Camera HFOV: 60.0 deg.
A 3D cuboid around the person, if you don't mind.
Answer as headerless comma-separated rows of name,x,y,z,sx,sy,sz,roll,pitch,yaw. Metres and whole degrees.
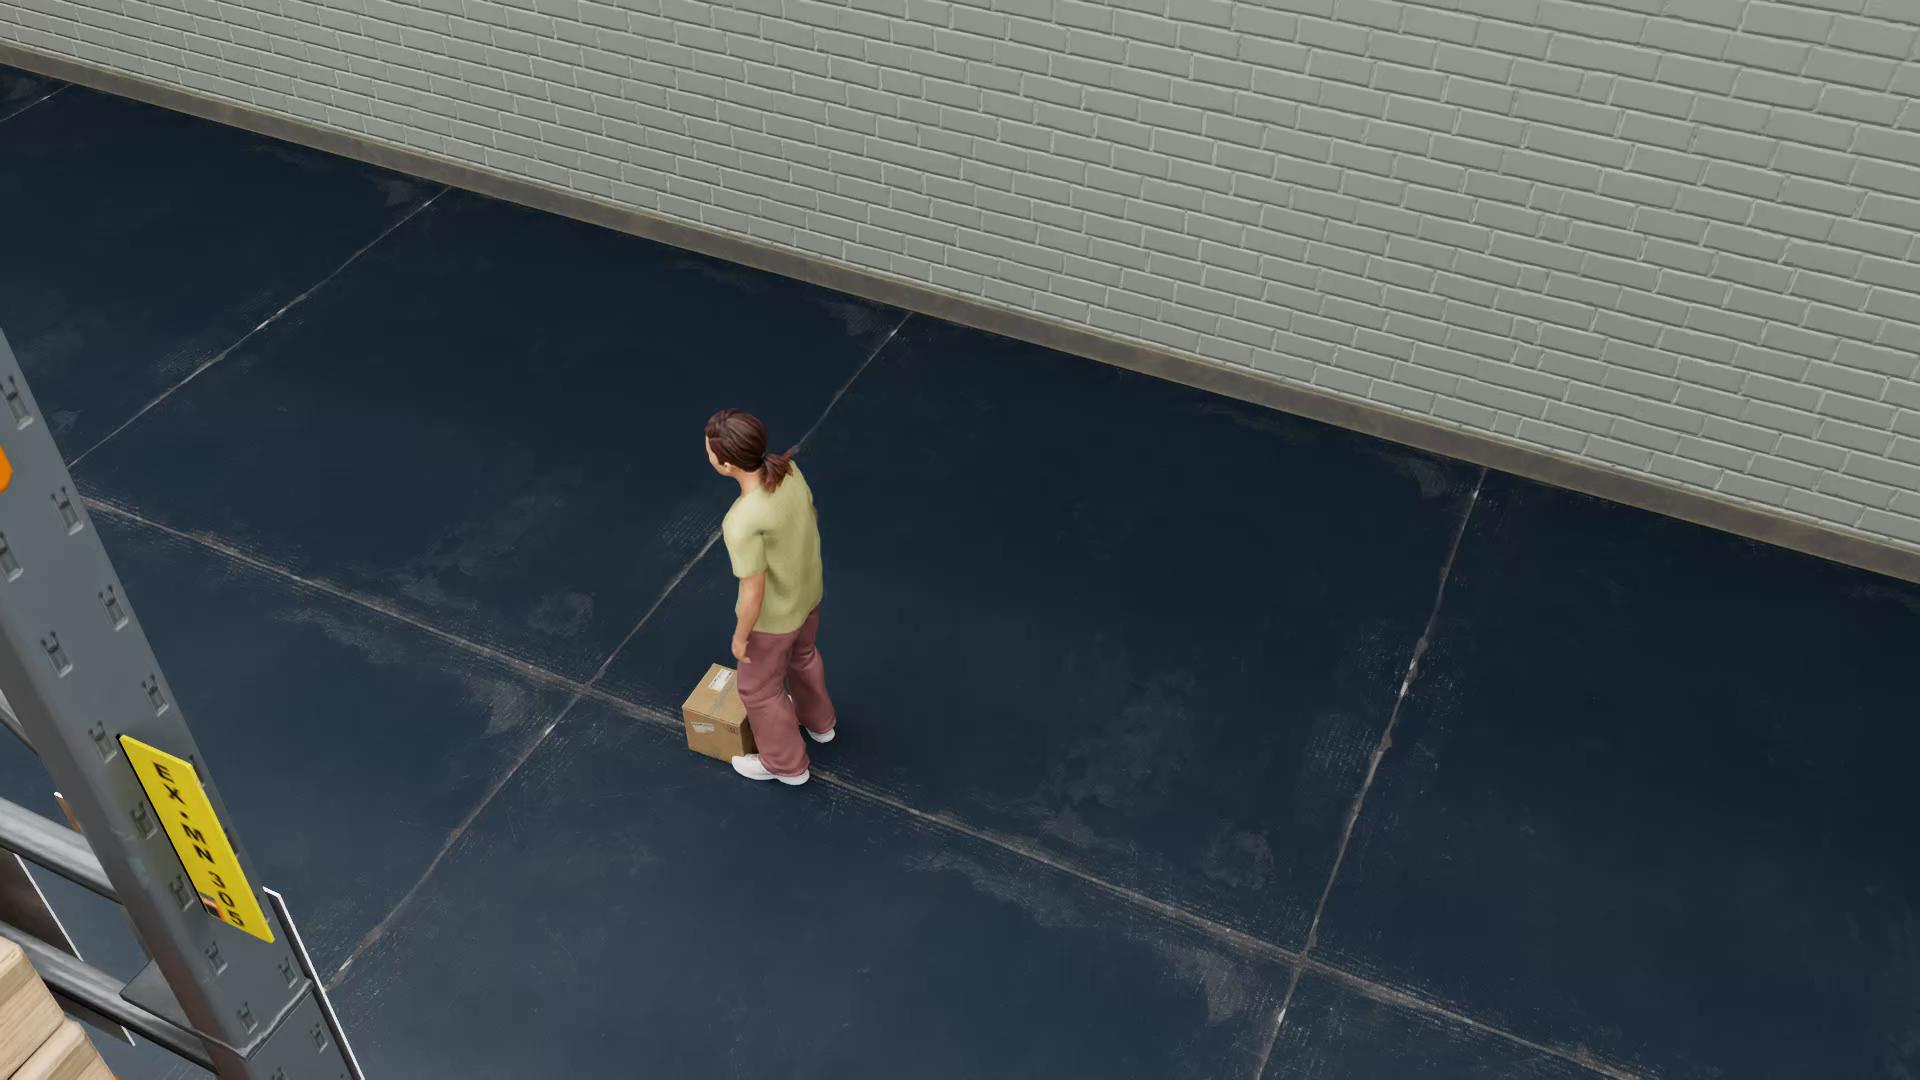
person,-0.676,0.226,5.926,0.336,1.652,0.508,16,45,17
